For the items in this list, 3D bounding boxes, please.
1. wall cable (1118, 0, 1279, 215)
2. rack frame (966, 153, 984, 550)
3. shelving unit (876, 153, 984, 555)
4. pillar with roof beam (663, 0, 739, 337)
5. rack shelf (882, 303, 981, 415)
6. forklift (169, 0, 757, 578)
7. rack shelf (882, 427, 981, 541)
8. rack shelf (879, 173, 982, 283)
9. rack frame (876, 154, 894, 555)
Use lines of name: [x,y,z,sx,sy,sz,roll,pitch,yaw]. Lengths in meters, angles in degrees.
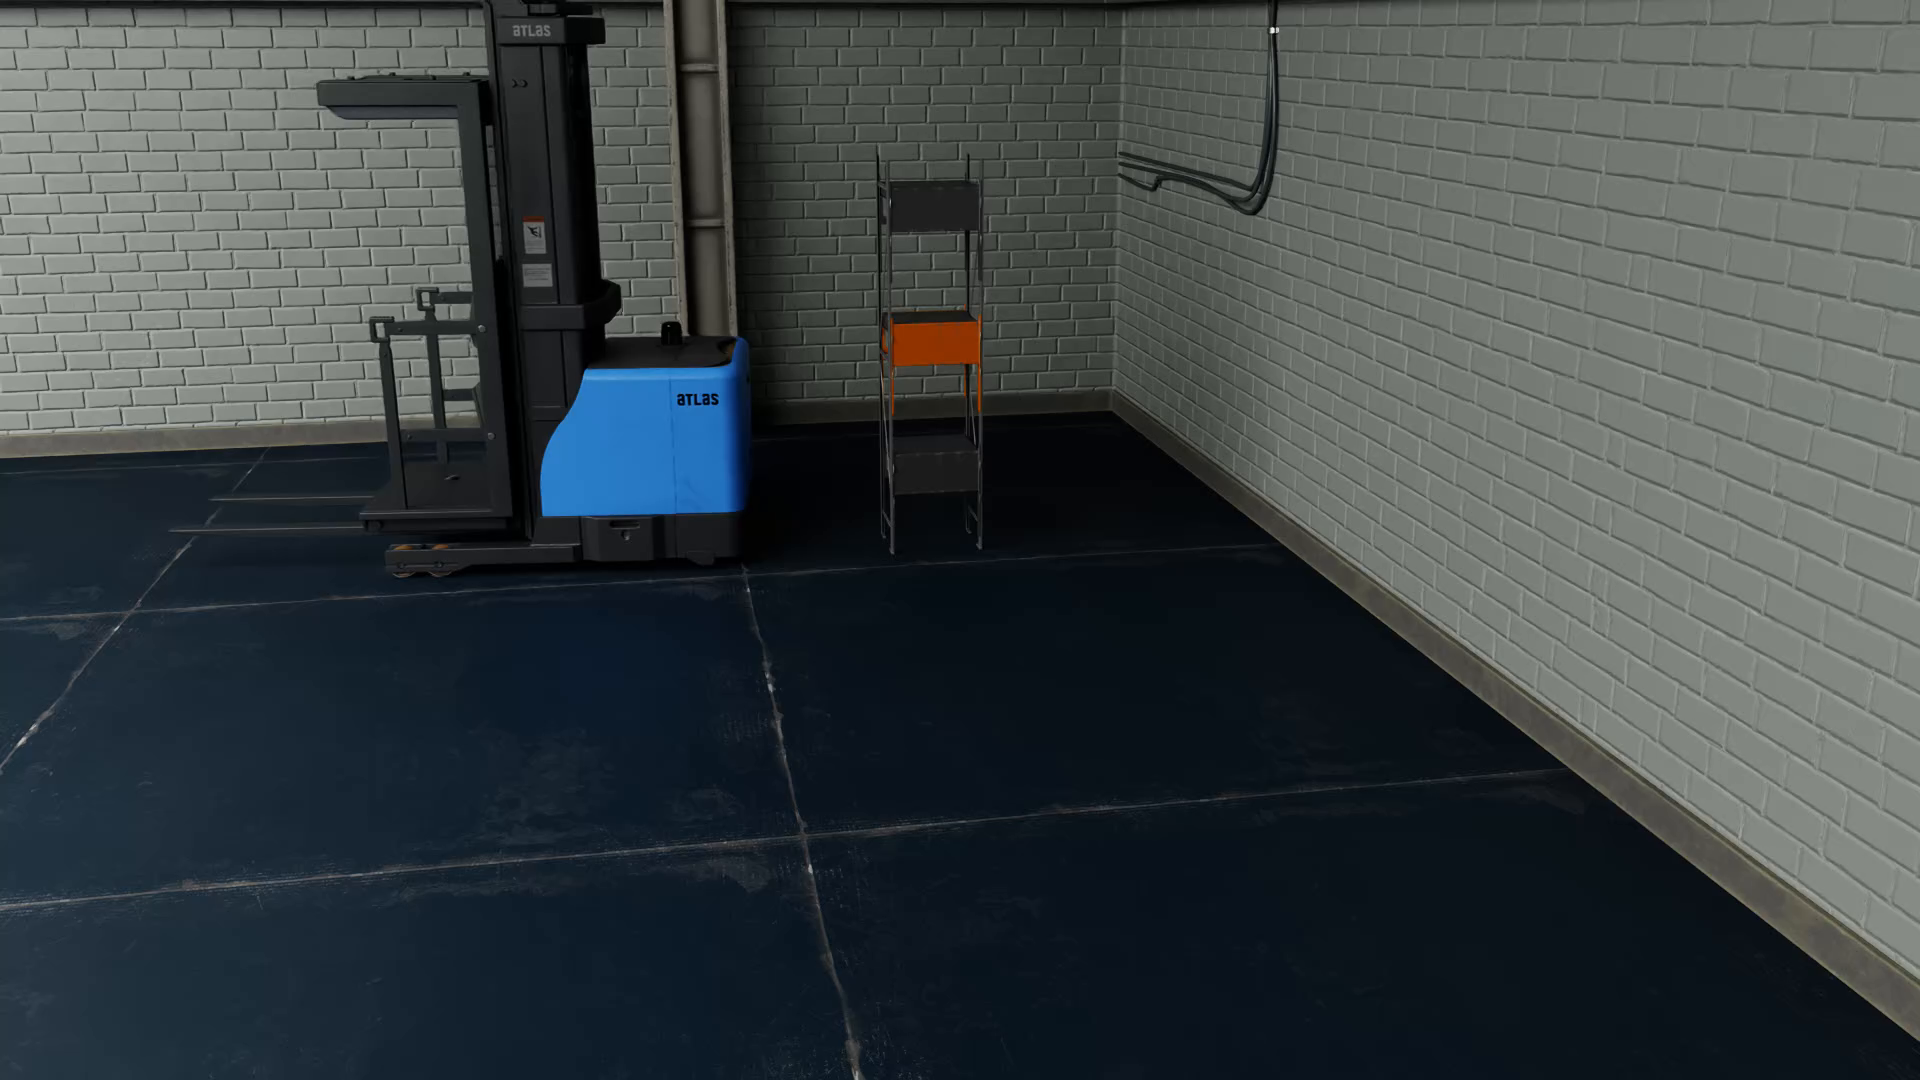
wall cable: [1.387,-3.372,10.252,0.112,2.526,3.097,-3,17,-10]
rack frame: [0.077,-1.008,9.018,0.015,2.100,0.400,-3,17,-10]
shelving unit: [-0.163,-0.995,8.974,0.503,2.100,0.431,-3,17,-10]
pillar with roof beam: [-0.940,-3.832,6.463,0.400,9.000,9.100,-3,17,-10]
rack shelf: [-0.163,-0.981,8.978,0.480,0.518,0.431,-3,17,-10]
forklift: [-2.661,-1.365,8.765,3.031,2.935,1.130,-1,17,-4]
rack shelf: [-0.163,-0.312,9.183,0.480,0.518,0.431,-3,17,-10]
rack shelf: [-0.163,-1.651,8.772,0.480,0.518,0.431,-3,17,-10]
rack frame: [-0.402,-0.981,8.929,0.015,2.100,0.400,-3,17,-10]
